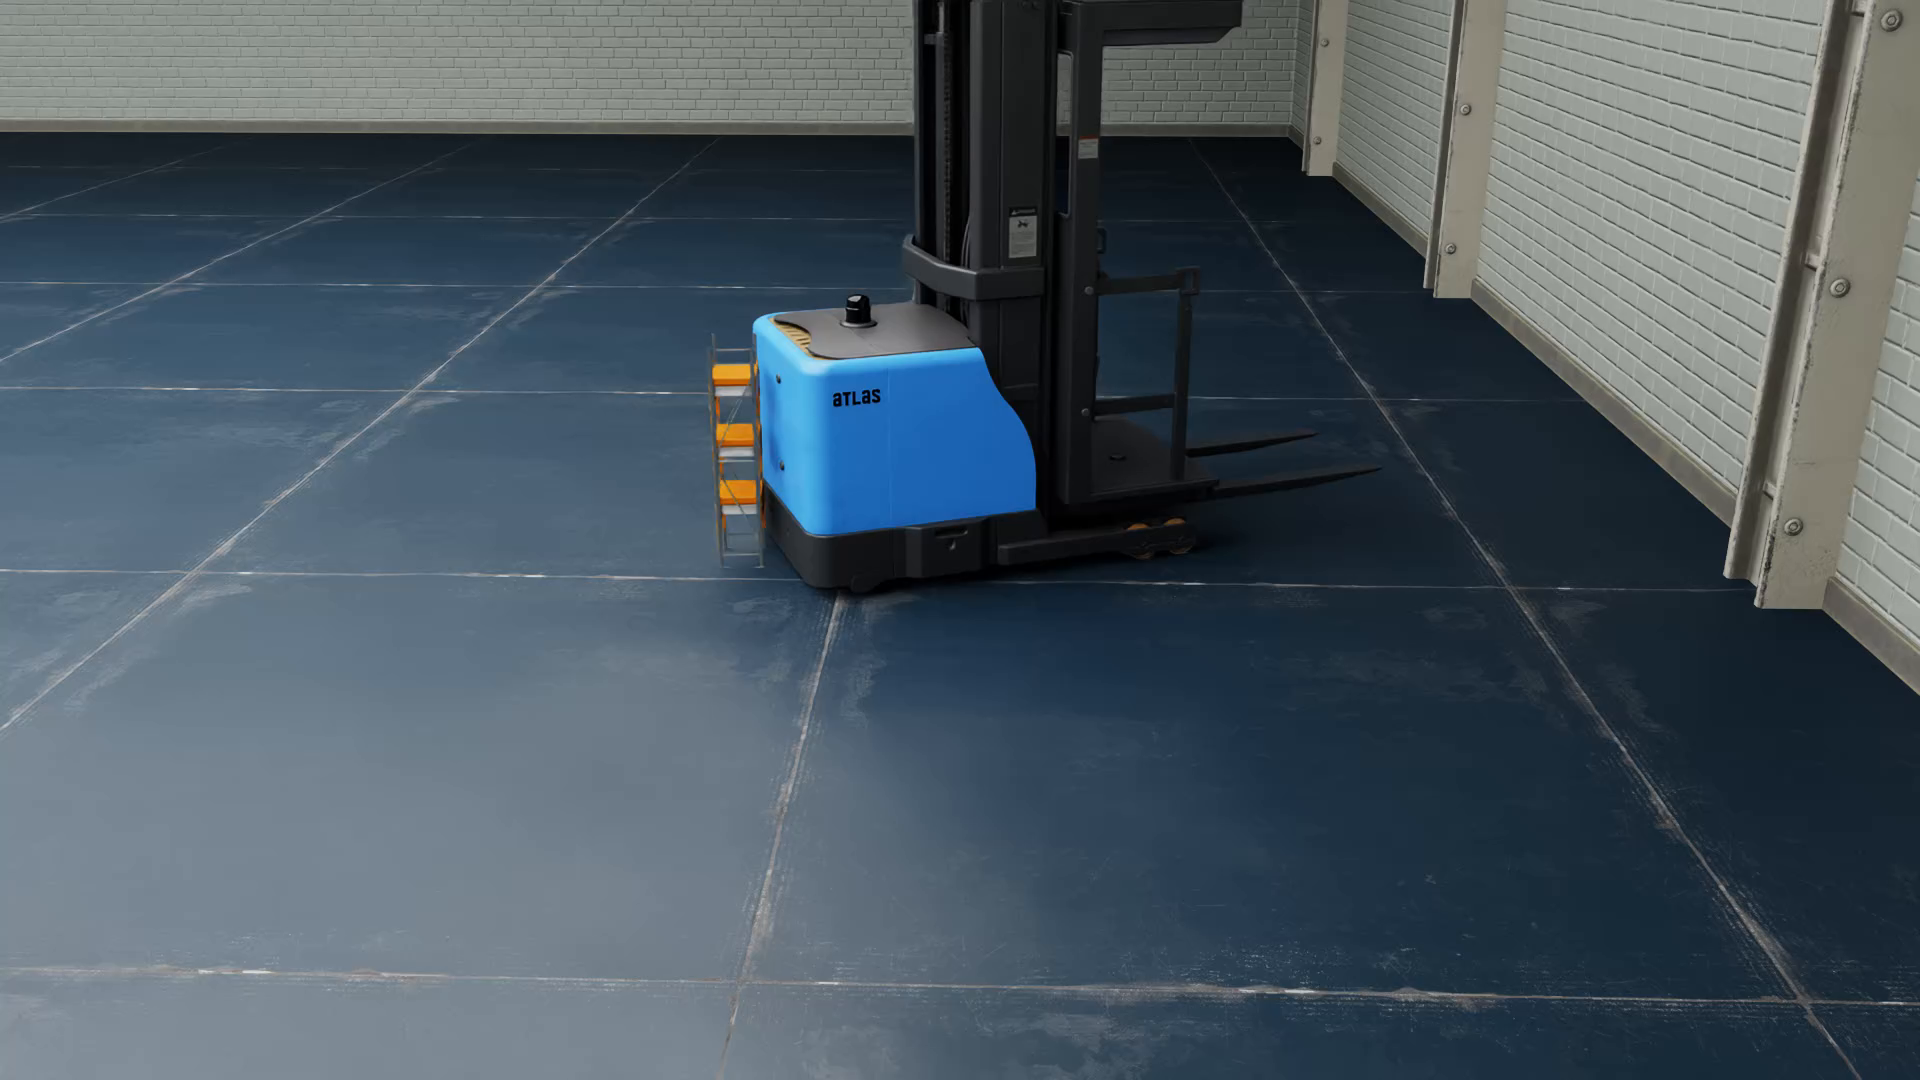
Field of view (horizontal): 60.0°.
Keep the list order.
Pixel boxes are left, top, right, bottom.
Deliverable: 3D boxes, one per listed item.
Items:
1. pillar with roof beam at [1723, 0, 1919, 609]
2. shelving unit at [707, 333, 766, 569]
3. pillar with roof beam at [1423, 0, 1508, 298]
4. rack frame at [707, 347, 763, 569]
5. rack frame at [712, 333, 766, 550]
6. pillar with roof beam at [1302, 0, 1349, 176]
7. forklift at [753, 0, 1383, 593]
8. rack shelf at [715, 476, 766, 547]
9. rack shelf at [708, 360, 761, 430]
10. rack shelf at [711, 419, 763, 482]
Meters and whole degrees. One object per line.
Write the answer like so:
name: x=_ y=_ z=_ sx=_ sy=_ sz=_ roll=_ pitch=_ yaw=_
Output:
pillar with roof beam: x=-0.655 y=-4.015 z=5.936 sx=9.100 sy=9.000 sz=0.400 roll=1 pitch=21 yaw=2
shelving unit: x=-1.017 y=-0.402 z=7.610 sx=0.215 sy=1.050 sz=0.252 roll=-1 pitch=22 yaw=-3
pillar with roof beam: x=-0.473 y=-6.184 z=11.527 sx=9.100 sy=9.000 sz=0.400 roll=1 pitch=21 yaw=2
rack frame: x=-1.009 y=-0.357 z=7.497 sx=0.200 sy=1.050 sz=0.008 roll=-1 pitch=22 yaw=-3
rack frame: x=-1.024 y=-0.446 z=7.724 sx=0.200 sy=1.050 sz=0.008 roll=-1 pitch=22 yaw=-3
pillar with roof beam: x=-0.290 y=-8.354 z=17.118 sx=9.100 sy=9.000 sz=0.400 roll=1 pitch=21 yaw=2
forklift: x=0.591 y=-1.445 z=7.702 sx=3.031 sy=2.935 sz=1.130 roll=-8 pitch=22 yaw=-19
rack shelf: x=-1.017 y=-0.133 z=7.716 sx=0.215 sy=0.259 sz=0.240 roll=-1 pitch=22 yaw=-3
rack shelf: x=-1.016 y=-0.656 z=7.510 sx=0.215 sy=0.259 sz=0.240 roll=-1 pitch=22 yaw=-3
rack shelf: x=-1.017 y=-0.392 z=7.614 sx=0.215 sy=0.259 sz=0.240 roll=-1 pitch=22 yaw=-3
